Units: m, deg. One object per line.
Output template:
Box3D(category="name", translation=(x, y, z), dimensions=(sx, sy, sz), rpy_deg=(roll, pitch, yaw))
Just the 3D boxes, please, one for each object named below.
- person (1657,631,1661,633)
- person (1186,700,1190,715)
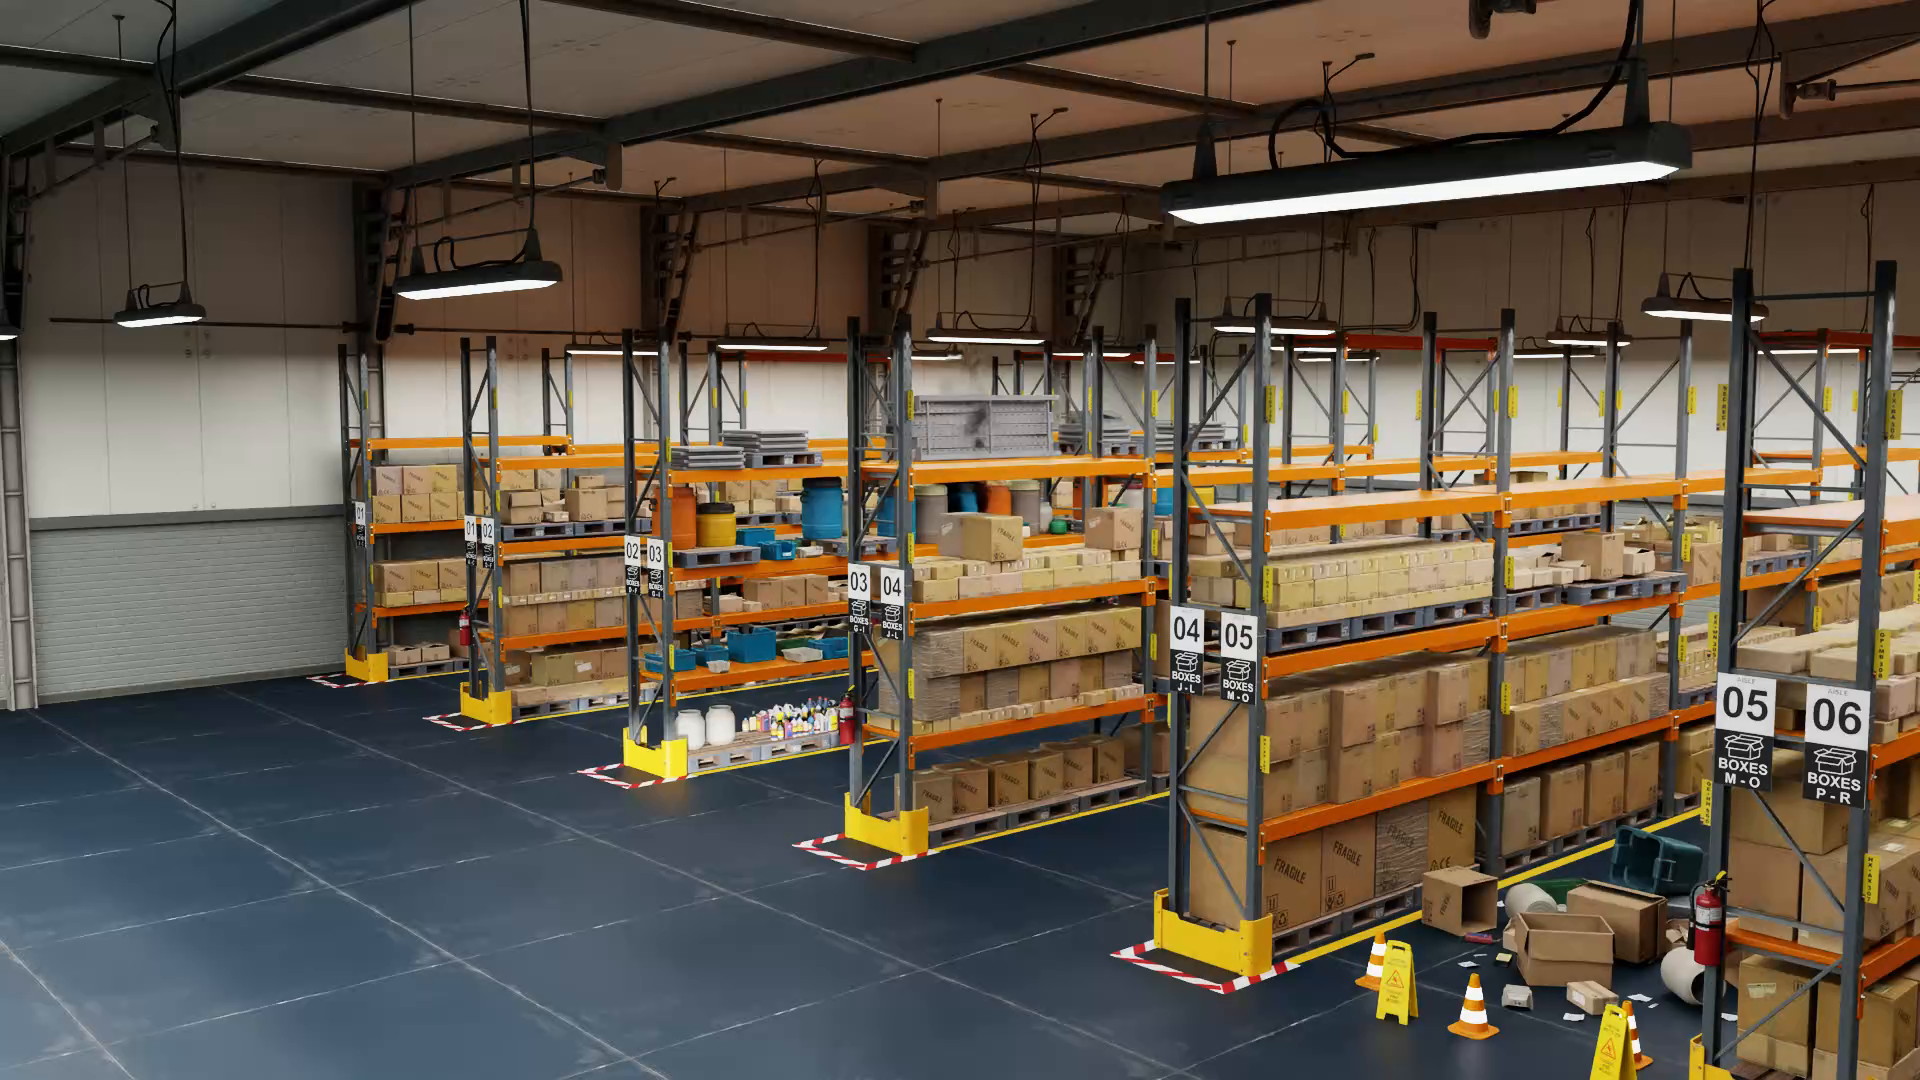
Box3D(category="person", translation=(10.349, 2.140, 24.619), dimensions=(0.811, 1.600, 0.617), rpy_deg=(-4, 6, -35))
Box3D(category="person", translation=(3.258, 1.904, 24.469), dimensions=(0.491, 1.567, 0.512), rpy_deg=(-5, 7, -44))
